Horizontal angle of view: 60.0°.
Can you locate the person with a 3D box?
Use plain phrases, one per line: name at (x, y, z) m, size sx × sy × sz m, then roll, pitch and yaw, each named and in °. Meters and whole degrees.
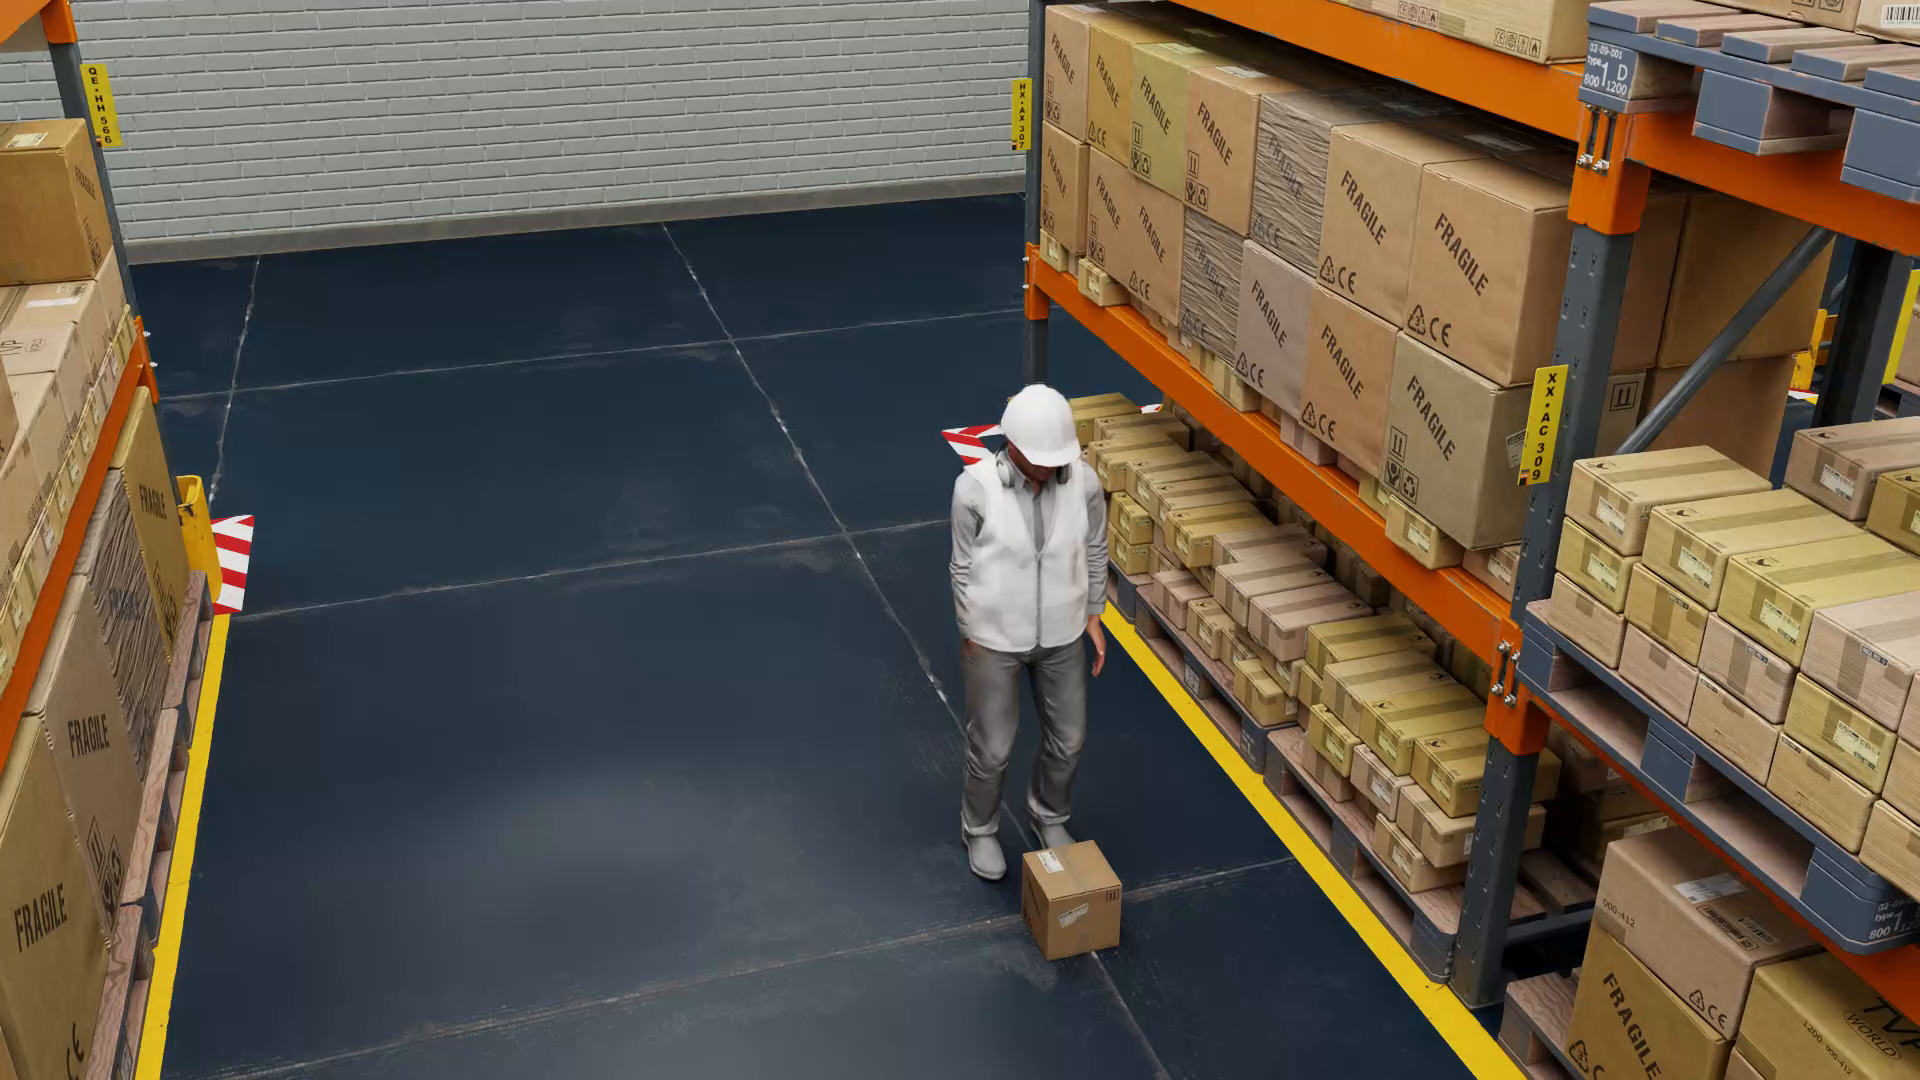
person at (0.234, 0.302, 5.498) m, size 0.540 × 1.759 × 0.389 m, roll -8°, pitch 27°, yaw -15°
